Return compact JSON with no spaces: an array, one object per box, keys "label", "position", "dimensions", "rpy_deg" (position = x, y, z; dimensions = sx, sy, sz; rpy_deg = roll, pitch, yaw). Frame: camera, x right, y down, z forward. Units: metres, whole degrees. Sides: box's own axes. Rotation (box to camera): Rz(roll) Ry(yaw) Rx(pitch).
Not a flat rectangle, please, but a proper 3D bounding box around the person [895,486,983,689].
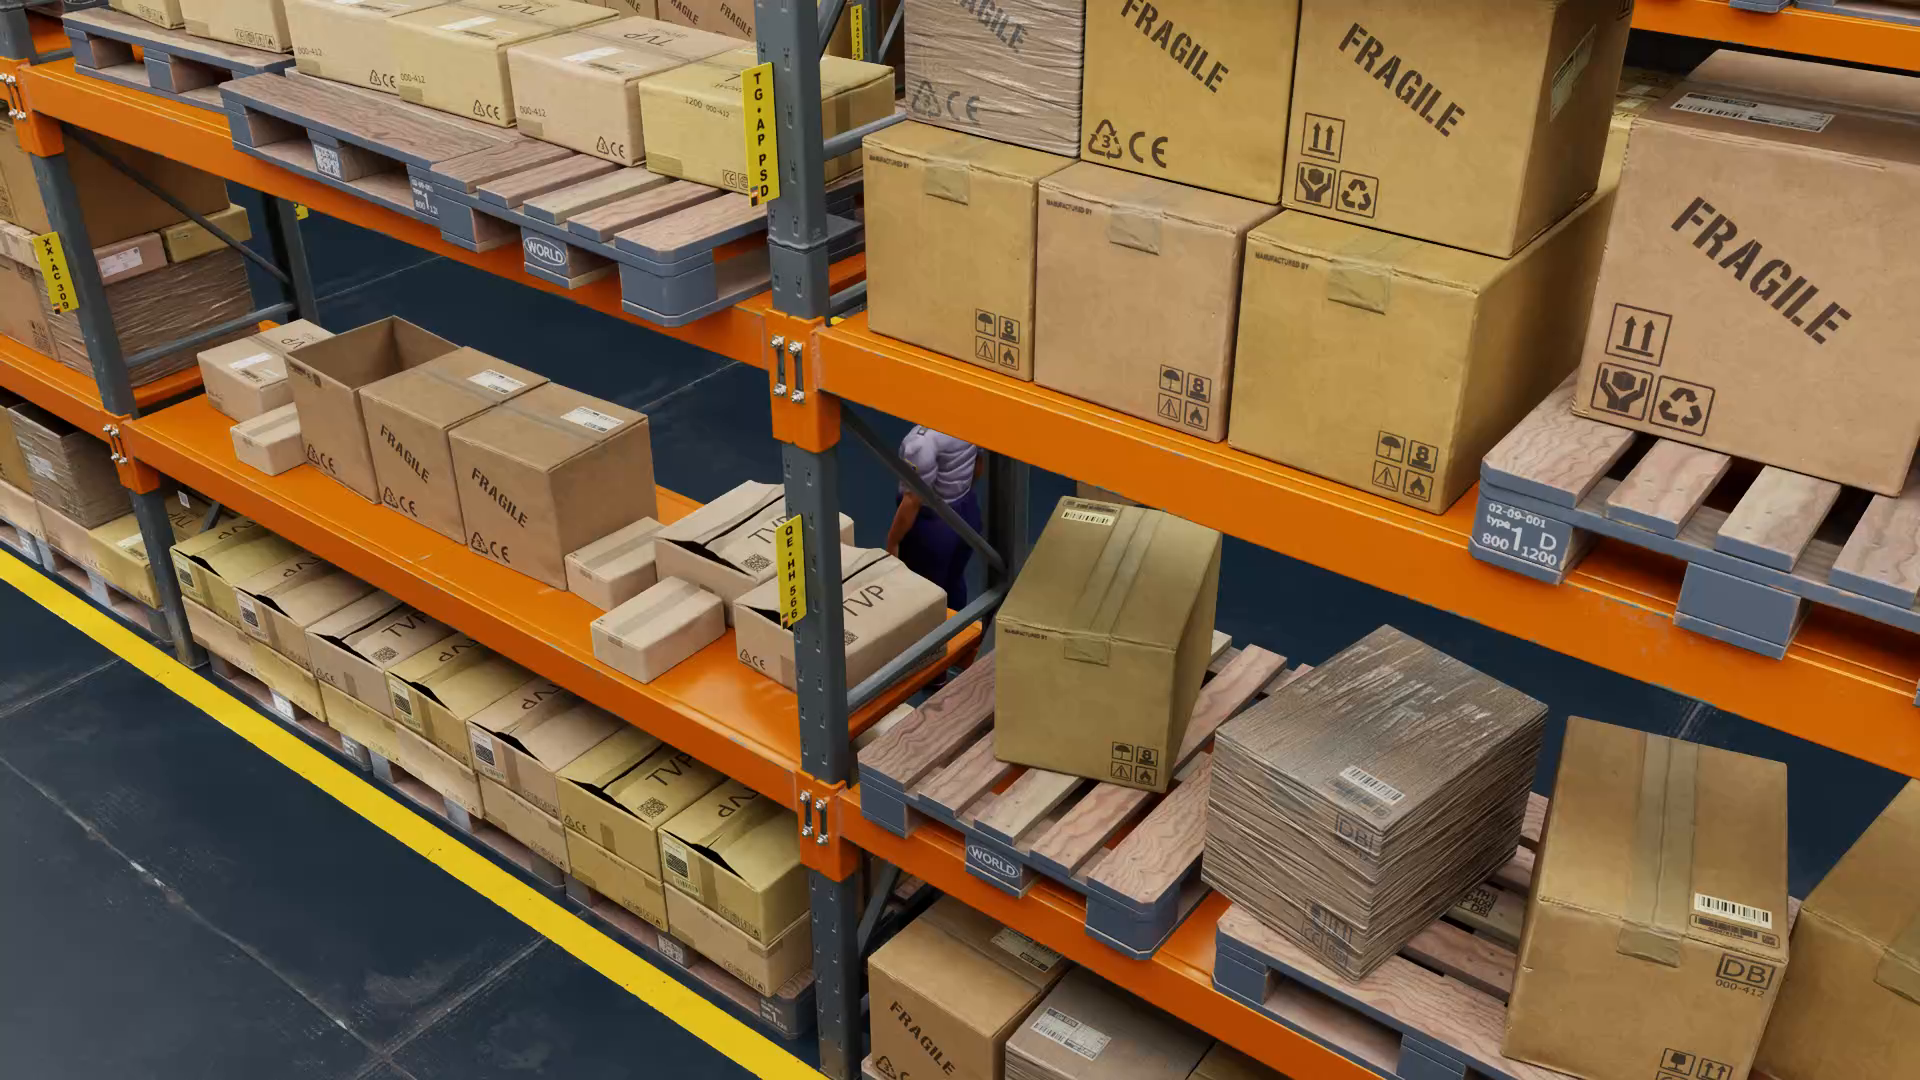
[{"label":"person","position":[-0.143,0.154,7.475],"dimensions":[0.500,1.028,0.525],"rpy_deg":[21,37,31]}]
